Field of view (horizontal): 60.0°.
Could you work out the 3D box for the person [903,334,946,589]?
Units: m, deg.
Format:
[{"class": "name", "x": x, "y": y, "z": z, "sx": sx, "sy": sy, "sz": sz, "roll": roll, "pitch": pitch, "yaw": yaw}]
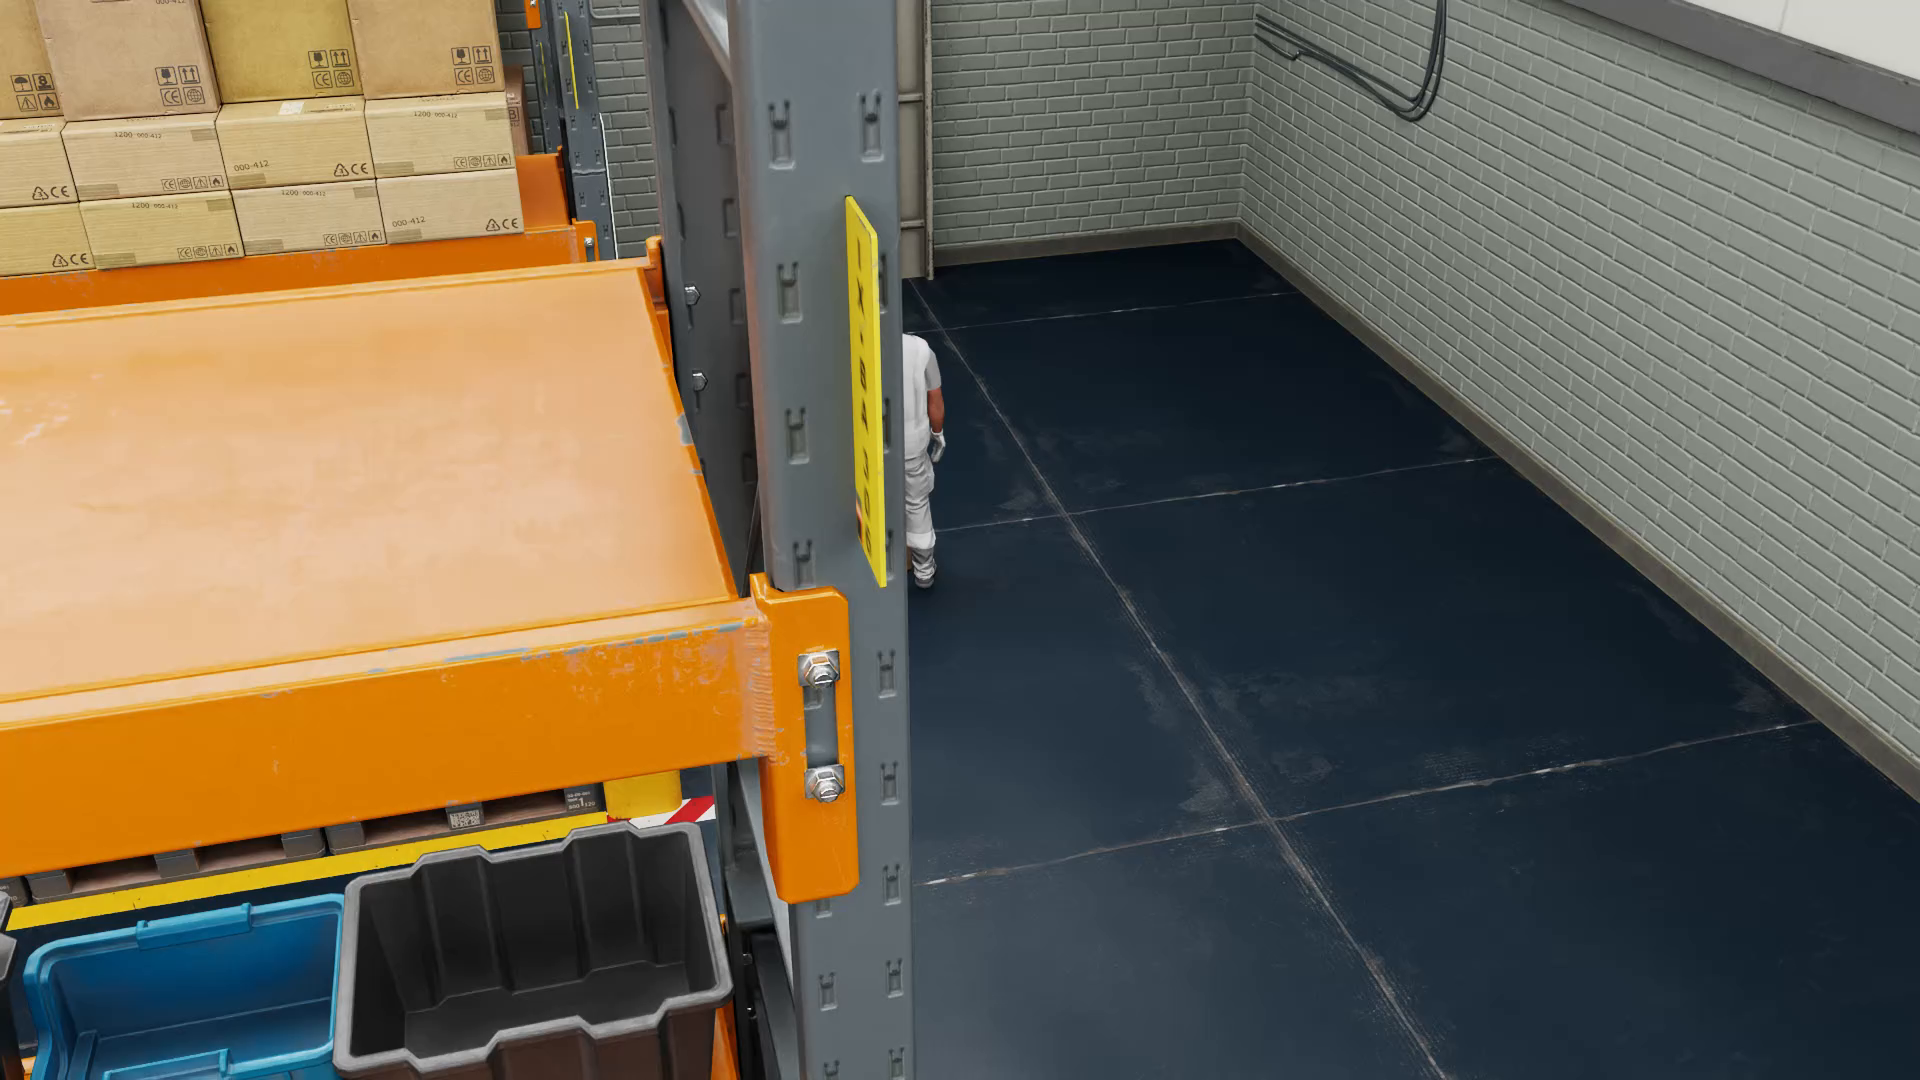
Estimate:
[{"class": "person", "x": -0.370, "y": -0.525, "z": 9.025, "sx": 0.604, "sy": 1.778, "sz": 0.453, "roll": -8, "pitch": 31, "yaw": -14}]
